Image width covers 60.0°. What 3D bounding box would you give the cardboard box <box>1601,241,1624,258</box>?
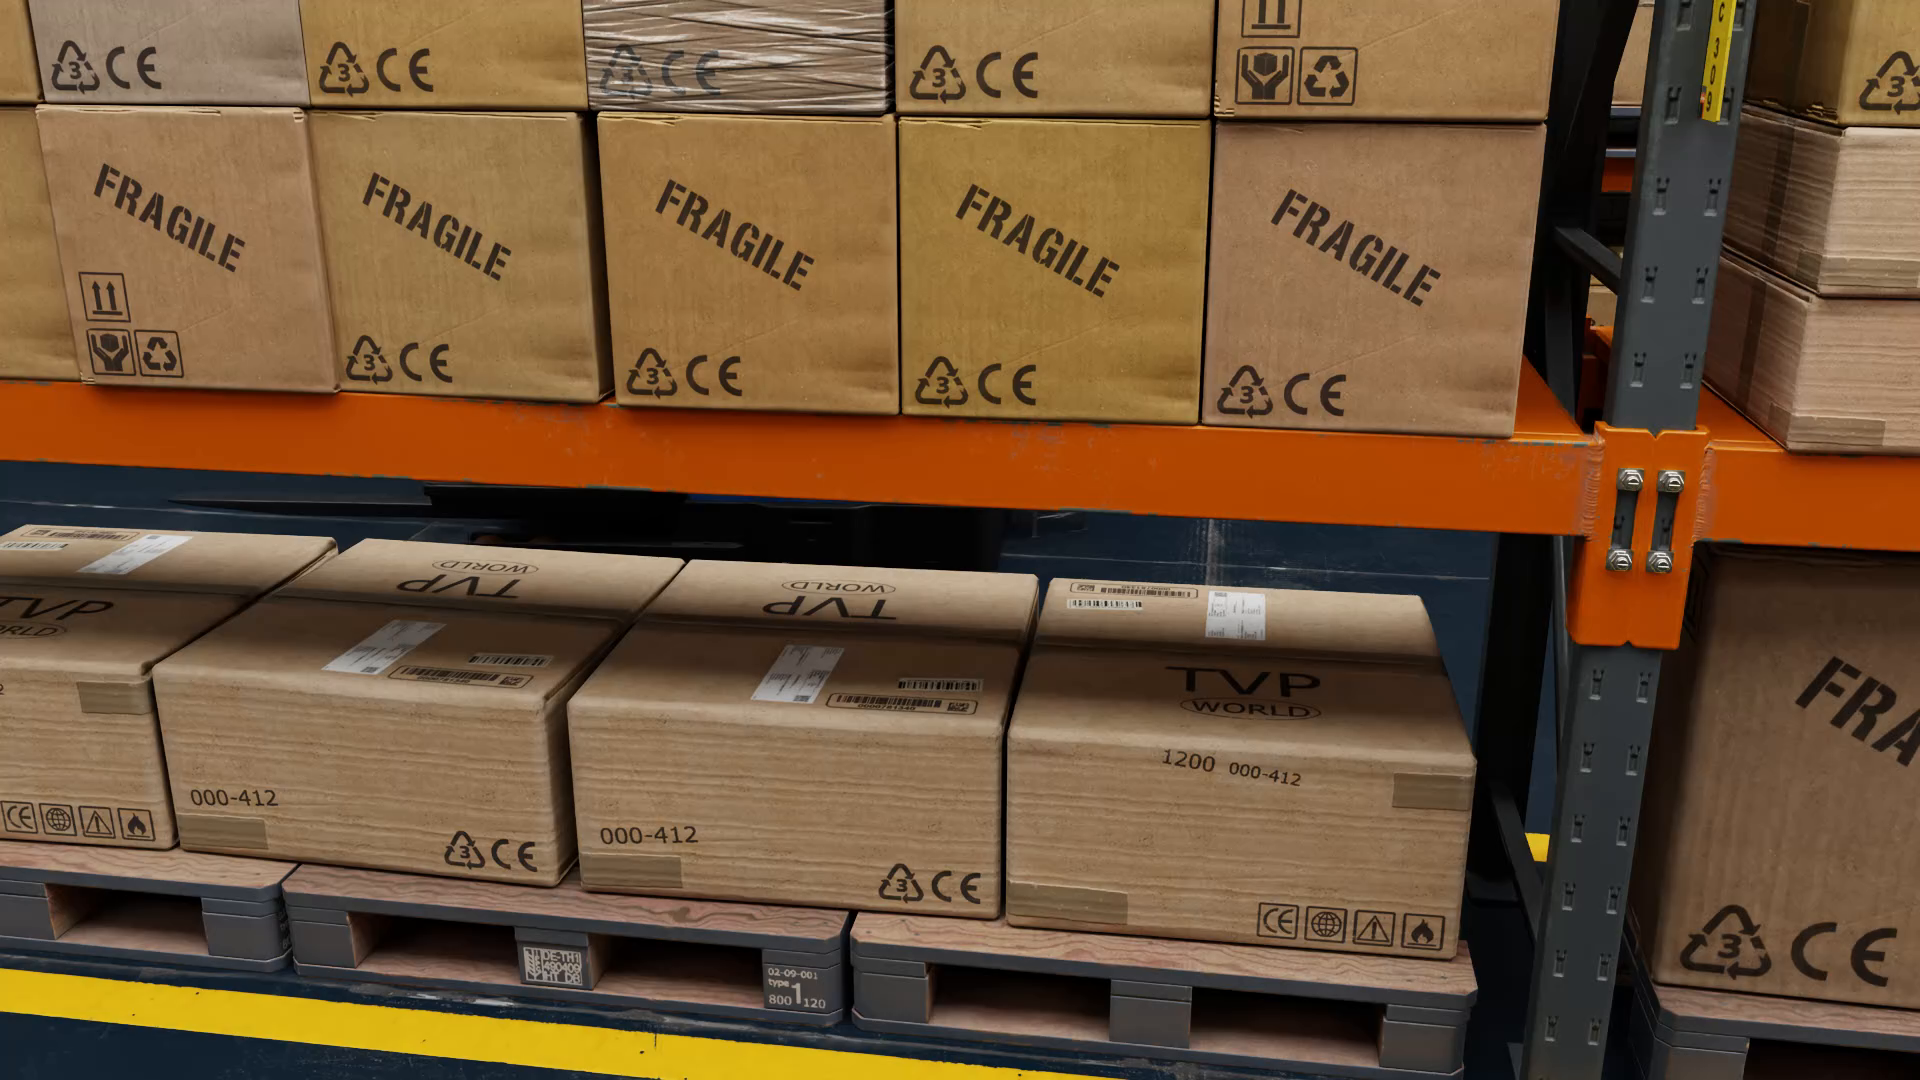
[{"bbox_3d":[3.098,-1.266,7.614,0.250,0.149,0.380,3,19,8],"label":"cardboard box"}]

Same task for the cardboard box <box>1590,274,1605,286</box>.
[{"bbox_3d":[2.825,-1.275,7.642,0.250,0.149,0.380,2,19,6],"label":"cardboard box"}]

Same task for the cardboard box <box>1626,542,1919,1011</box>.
[{"bbox_3d":[1.814,0.316,3.319,0.875,0.875,0.875,4,19,10],"label":"cardboard box"}]

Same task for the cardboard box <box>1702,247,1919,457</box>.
[{"bbox_3d":[1.581,-0.323,2.778,0.500,0.250,0.500,2,19,7],"label":"cardboard box"}]

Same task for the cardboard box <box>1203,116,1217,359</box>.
[{"bbox_3d":[0.767,-0.652,3.367,0.500,0.500,0.500,4,19,10],"label":"cardboard box"}]

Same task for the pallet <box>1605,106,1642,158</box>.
[{"bbox_3d":[2.744,-1.889,7.523,1.213,0.211,1.003,3,19,9],"label":"pallet"}]

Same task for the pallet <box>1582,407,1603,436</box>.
[{"bbox_3d":[2.781,-0.703,8.071,1.213,0.211,1.003,3,19,9],"label":"pallet"}]

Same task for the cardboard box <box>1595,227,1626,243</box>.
[{"bbox_3d":[3.140,-1.422,8.080,0.250,0.149,0.380,2,19,6],"label":"cardboard box"}]

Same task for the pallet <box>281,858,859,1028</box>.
[{"bbox_3d":[-0.758,0.700,3.878,1.213,0.211,1.003,3,19,9],"label":"pallet"}]

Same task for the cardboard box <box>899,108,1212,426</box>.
[{"bbox_3d":[0.181,-0.514,2.954,0.500,0.500,0.500,2,19,7],"label":"cardboard box"}]

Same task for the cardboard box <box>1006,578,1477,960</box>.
[{"bbox_3d":[0.586,0.452,3.602,0.875,0.438,0.875,3,19,8],"label":"cardboard box"}]

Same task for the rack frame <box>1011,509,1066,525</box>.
[{"bbox_3d":[0.308,-0.642,6.331,0.240,1.200,0.006,-8,20,-23],"label":"rack frame"}]

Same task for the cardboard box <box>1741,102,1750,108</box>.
[{"bbox_3d":[1.663,-0.719,3.173,0.500,0.250,0.500,3,19,9],"label":"cardboard box"}]

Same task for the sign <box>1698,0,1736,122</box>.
[{"bbox_3d":[1.102,-0.773,2.397,0.005,0.325,0.100,3,19,9],"label":"sign"}]

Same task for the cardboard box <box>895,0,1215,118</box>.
[{"bbox_3d":[0.179,-0.986,2.789,0.500,0.500,0.500,3,19,8],"label":"cardboard box"}]

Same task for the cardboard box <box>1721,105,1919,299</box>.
[{"bbox_3d":[1.578,-0.554,2.681,0.500,0.250,0.500,2,19,7],"label":"cardboard box"}]

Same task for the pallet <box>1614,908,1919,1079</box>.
[{"bbox_3d":[1.963,0.839,3.464,1.213,0.211,1.003,3,19,9],"label":"pallet"}]

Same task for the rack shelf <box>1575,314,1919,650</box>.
[{"bbox_3d":[3.163,-0.057,2.880,4.000,0.370,1.077,3,19,9],"label":"rack shelf"}]

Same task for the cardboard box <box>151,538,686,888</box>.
[{"bbox_3d":[-1.188,0.361,3.873,0.875,0.438,0.875,3,19,10],"label":"cardboard box"}]

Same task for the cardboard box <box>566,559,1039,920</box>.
[{"bbox_3d":[-0.298,0.407,3.736,0.875,0.438,0.875,2,19,7],"label":"cardboard box"}]

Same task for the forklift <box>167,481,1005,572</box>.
[{"bbox_3d":[-1.351,-1.400,5.869,3.031,2.935,1.130,1,19,3],"label":"forklift"}]

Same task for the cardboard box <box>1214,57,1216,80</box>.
[{"bbox_3d":[0.934,-2.094,7.602,0.500,0.250,0.500,3,19,9],"label":"cardboard box"}]

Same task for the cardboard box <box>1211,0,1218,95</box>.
[{"bbox_3d":[0.259,-1.148,3.273,0.500,0.500,0.500,3,19,8],"label":"cardboard box"}]

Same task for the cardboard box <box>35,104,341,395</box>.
[{"bbox_3d":[-1.329,-0.586,3.169,0.500,0.500,0.500,3,19,8],"label":"cardboard box"}]

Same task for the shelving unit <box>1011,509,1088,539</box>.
[{"bbox_3d":[0.345,-0.615,6.251,0.258,1.200,0.189,-8,20,-23],"label":"shelving unit"}]

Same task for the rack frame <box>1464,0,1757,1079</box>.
[{"bbox_3d":[1.189,-0.499,3.067,0.127,3.000,1.000,3,19,9],"label":"rack frame"}]

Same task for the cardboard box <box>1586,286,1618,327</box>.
[{"bbox_3d":[2.942,-0.949,7.691,0.500,0.500,0.500,3,19,8],"label":"cardboard box"}]

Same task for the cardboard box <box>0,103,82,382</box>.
[{"bbox_3d":[-1.828,-0.617,3.262,0.500,0.500,0.500,3,19,8],"label":"cardboard box"}]

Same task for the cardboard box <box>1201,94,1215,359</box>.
[{"bbox_3d":[0.271,-0.679,3.446,0.500,0.500,0.500,3,19,9],"label":"cardboard box"}]

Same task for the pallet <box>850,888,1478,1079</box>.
[{"bbox_3d":[0.450,0.761,3.697,1.213,0.211,1.003,3,19,9],"label":"pallet"}]

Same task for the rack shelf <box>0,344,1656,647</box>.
[{"bbox_3d":[-0.786,-0.258,3.482,4.000,0.370,1.077,3,19,9],"label":"rack shelf"}]

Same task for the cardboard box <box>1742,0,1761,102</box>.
[{"bbox_3d":[1.670,-1.077,3.060,0.500,0.500,0.500,4,19,10],"label":"cardboard box"}]

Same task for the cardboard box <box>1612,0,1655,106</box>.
[{"bbox_3d":[2.926,-2.180,7.273,0.500,0.500,0.700,3,19,9],"label":"cardboard box"}]

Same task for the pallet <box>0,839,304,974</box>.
[{"bbox_3d":[-1.959,0.638,4.064,1.213,0.211,1.003,3,19,9],"label":"pallet"}]

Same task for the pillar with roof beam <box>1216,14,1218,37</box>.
[{"bbox_3d":[0.745,-3.868,3.681,0.400,9.000,9.100,3,19,9],"label":"pillar with roof beam"}]

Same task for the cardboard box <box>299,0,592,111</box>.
[{"bbox_3d":[-0.818,-1.036,2.940,0.500,0.500,0.500,3,19,9],"label":"cardboard box"}]

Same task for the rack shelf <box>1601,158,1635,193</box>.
[{"bbox_3d":[3.947,-1.612,7.529,4.000,0.370,1.077,3,19,9],"label":"rack shelf"}]

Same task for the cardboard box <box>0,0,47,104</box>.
[{"bbox_3d":[-1.821,-1.085,3.084,0.500,0.500,0.500,2,19,7],"label":"cardboard box"}]

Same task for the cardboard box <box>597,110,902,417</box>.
[{"bbox_3d":[-0.317,-0.535,3.016,0.500,0.500,0.500,3,19,8],"label":"cardboard box"}]

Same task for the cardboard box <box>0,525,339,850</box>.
[{"bbox_3d":[-2.093,0.317,4.003,0.875,0.438,0.875,2,19,7],"label":"cardboard box"}]

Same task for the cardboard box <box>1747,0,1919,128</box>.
[{"bbox_3d":[1.578,-0.908,2.557,0.500,0.500,0.500,3,19,9],"label":"cardboard box"}]

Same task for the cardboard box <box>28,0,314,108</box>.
[{"bbox_3d":[-1.311,-1.061,3.014,0.500,0.500,0.500,3,19,8],"label":"cardboard box"}]

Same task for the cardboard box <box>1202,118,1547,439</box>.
[{"bbox_3d":[0.690,-0.490,2.882,0.500,0.500,0.500,3,19,9],"label":"cardboard box"}]

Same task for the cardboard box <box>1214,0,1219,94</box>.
[{"bbox_3d":[0.757,-1.120,3.191,0.500,0.500,0.500,3,19,9],"label":"cardboard box"}]

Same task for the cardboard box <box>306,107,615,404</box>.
[{"bbox_3d":[-0.832,-0.566,3.109,0.500,0.500,0.500,4,19,10],"label":"cardboard box"}]

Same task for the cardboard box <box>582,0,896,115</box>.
[{"bbox_3d":[-0.325,-1.009,2.857,0.500,0.500,0.500,3,19,9],"label":"cardboard box"}]

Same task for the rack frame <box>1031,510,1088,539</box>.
[{"bbox_3d":[0.382,-0.589,6.172,0.240,1.200,0.006,-8,20,-23],"label":"rack frame"}]

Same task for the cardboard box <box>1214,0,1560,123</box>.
[{"bbox_3d":[0.679,-0.958,2.705,0.500,0.500,0.500,3,19,8],"label":"cardboard box"}]
